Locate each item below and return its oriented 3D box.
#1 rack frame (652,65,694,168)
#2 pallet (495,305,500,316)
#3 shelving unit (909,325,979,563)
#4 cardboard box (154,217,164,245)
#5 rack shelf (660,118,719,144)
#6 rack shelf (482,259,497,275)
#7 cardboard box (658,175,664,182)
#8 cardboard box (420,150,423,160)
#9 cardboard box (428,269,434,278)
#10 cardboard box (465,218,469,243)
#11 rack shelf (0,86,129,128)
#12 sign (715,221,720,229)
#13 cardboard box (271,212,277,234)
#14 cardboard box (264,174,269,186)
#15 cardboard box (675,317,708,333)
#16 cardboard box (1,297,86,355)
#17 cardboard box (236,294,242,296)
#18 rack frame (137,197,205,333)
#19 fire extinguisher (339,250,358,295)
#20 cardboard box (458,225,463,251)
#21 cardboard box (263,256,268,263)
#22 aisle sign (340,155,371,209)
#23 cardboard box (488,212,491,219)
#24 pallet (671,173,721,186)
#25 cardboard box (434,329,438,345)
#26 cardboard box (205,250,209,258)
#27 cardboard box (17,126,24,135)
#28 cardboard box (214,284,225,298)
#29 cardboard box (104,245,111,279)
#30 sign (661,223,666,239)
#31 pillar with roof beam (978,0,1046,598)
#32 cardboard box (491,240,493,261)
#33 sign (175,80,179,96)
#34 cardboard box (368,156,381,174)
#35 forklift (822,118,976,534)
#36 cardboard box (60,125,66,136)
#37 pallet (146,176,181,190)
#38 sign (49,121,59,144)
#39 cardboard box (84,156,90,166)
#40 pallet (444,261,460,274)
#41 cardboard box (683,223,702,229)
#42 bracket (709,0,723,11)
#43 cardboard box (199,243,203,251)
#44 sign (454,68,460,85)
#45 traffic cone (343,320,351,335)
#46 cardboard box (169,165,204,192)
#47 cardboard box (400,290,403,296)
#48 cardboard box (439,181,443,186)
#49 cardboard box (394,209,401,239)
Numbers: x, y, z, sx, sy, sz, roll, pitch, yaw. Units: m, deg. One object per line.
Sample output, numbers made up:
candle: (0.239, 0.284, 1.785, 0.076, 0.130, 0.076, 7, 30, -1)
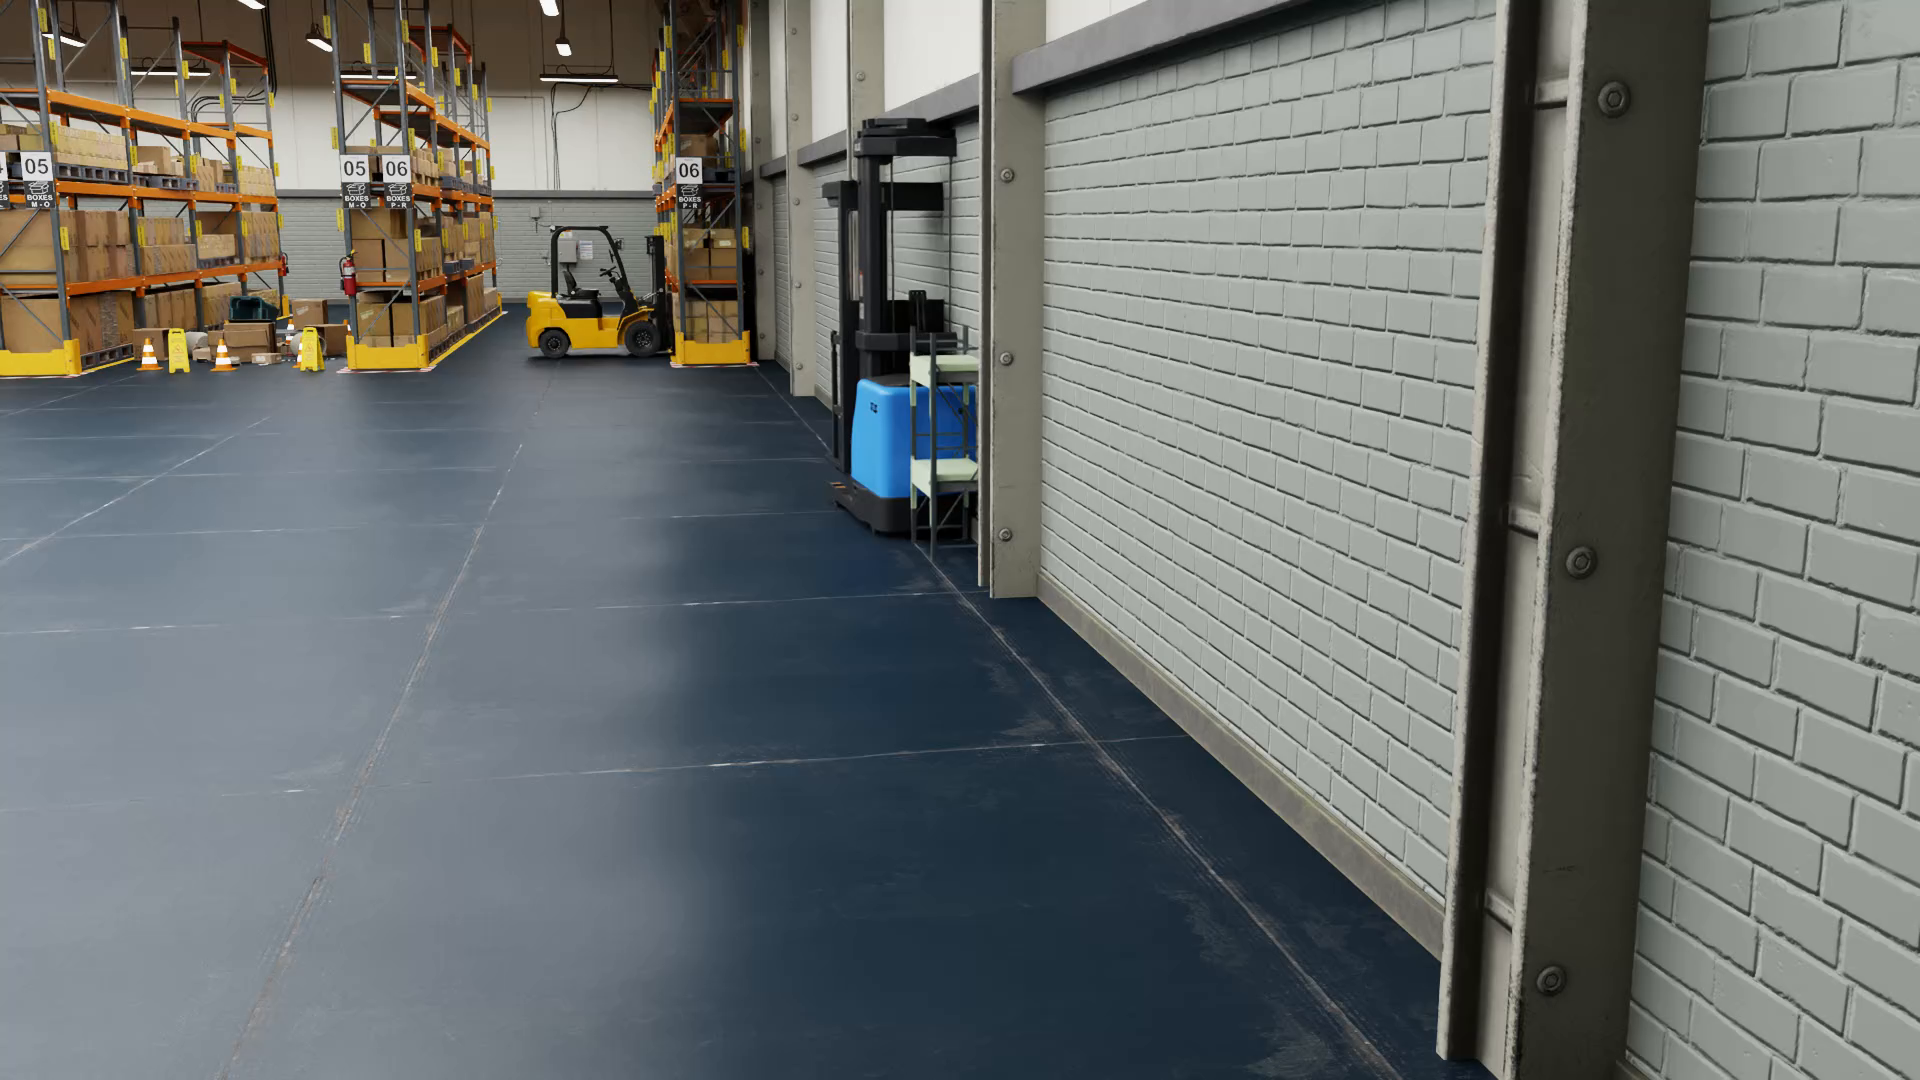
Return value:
rack frame: (-7.060, -10.191, 41.175, 1.000, 3.000, 0.127, -2, 11, -11)
pallet: (-11.696, -5.550, 40.289, 1.003, 0.211, 1.213, -2, 11, -11)
shelving unit: (-0.066, -0.661, 11.156, 0.431, 1.500, 0.755, -2, 11, -12)
cardboard box: (-14.829, -5.575, 30.021, 0.700, 0.500, 0.500, -2, 11, -12)
rack shelf: (-5.115, -7.808, 31.643, 1.077, 0.370, 4.000, -2, 11, -11)
rack shelf: (-11.539, -6.343, 38.924, 1.077, 0.370, 4.000, -2, 11, -11)
cardboard box: (-6.290, -7.766, 35.736, 0.380, 0.149, 0.250, -2, 11, -10)
cardboard box: (-8.827, -6.179, 26.652, 0.380, 0.149, 0.250, -2, 11, -9)
cardboard box: (-8.926, -4.411, 27.521, 0.380, 0.149, 0.250, -2, 11, -11)
cardboard box: (-10.334, -6.326, 33.970, 0.500, 0.500, 0.500, -2, 11, -11)
rack shelf: (-14.041, -6.694, 25.794, 1.077, 0.370, 4.000, -2, 11, -11)
sign: (-4.960, -6.367, 34.028, 0.100, 0.325, 0.005, -2, 11, -11)
cardboard box: (-16.431, -7.476, 39.217, 0.500, 0.500, 0.500, -2, 11, -12)
cardboard box: (-16.324, -8.341, 38.540, 0.500, 0.250, 0.500, -2, 11, -13)
cardboard box: (-4.349, -3.489, 26.898, 0.500, 0.250, 0.500, -2, 11, -12)
cardboard box: (-13.849, -3.215, 25.123, 0.875, 0.875, 0.875, -2, 11, -11)
cardboard box: (-15.595, -4.983, 35.416, 0.500, 0.500, 0.500, -2, 11, -12)
rack frame: (-15.208, -5.397, 32.032, 1.000, 3.000, 0.127, -2, 11, -11)
fire extinguisher: (-9.246, -4.053, 25.175, 0.296, 0.674, 0.183, -2, 11, -11)
cardboard box: (-9.900, -5.830, 32.118, 0.500, 0.500, 0.500, -2, 11, -12)
cardboard box: (-16.253, -6.504, 38.517, 0.380, 0.149, 0.250, -3, 11, -14)
aisle sign: (-9.089, -5.384, 25.008, 0.394, 0.787, 0.004, -2, 11, -11)
cardboard box: (-11.456, -7.774, 39.840, 0.380, 0.149, 0.250, -2, 11, -12)
pallet: (-4.535, -6.318, 29.083, 1.003, 0.211, 1.213, -2, 11, -11)
cardboard box: (-8.912, -3.336, 27.431, 0.500, 0.250, 0.500, -1, 11, -7)
cardboard box: (-15.256, -5.718, 33.264, 0.380, 0.149, 0.250, -2, 11, -8)
cardboard box: (-14.147, -6.070, 24.690, 0.380, 0.149, 0.250, -2, 11, -10)
cardboard box: (-15.287, -5.064, 33.835, 0.500, 0.250, 0.500, -2, 11, -11)
cardboard box: (-14.228, -4.467, 26.742, 0.875, 0.550, 0.550, -2, 11, -11)
sign: (-6.034, -6.286, 33.813, 0.100, 0.325, 0.005, -2, 11, -11)
pillar with roof beam: (-3.921, -3.960, 8.433, 9.100, 9.000, 0.400, -2, 11, -11)
cardboard box: (-11.492, -6.941, 39.874, 0.500, 0.500, 0.500, -2, 11, -12)
sign: (-16.522, -9.560, 35.145, 0.100, 0.325, 0.005, -2, 11, -11)
cardboard box: (-9.180, -5.759, 25.513, 0.500, 0.250, 0.500, -2, 11, -12)
forklift: (-0.440, -1.717, 12.881, 1.130, 2.935, 3.031, -3, 11, -15)
cardboard box: (-13.453, -6.046, 24.567, 0.380, 0.149, 0.250, -2, 11, -11)
pallet: (-14.810, -6.457, 30.082, 1.003, 0.211, 1.213, -2, 11, -8)
sign: (-13.107, -5.891, 24.054, 0.100, 0.325, 0.005, -2, 11, -11)
cardboard box: (-13.650, -5.842, 25.625, 0.380, 0.149, 0.250, -2, 11, -11)
pallet: (-9.600, -4.914, 30.003, 1.003, 0.211, 1.213, -2, 11, -11)
cardboard box: (-6.311, -7.234, 39.283, 0.500, 0.500, 0.500, -2, 11, -13)
bracket: (-4.634, -10.197, 31.578, 0.235, 0.232, 0.430, -2, 11, -11)
cardboard box: (-15.160, -5.772, 32.753, 0.380, 0.149, 0.250, -2, 11, -8)
sign: (-9.842, -9.062, 32.532, 0.100, 0.325, 0.005, -2, 11, -11)
traffic cone: (-11.209, -3.793, 30.385, 0.336, 0.463, 0.334, -2, 11, -11)
cardboard box: (-15.058, -7.034, 32.343, 0.500, 0.500, 0.500, -2, 11, -11)
cardboard box: (-9.779, -4.262, 28.556, 0.380, 0.149, 0.250, -2, 11, -10)
cardboard box: (-10.048, -6.842, 31.320, 0.797, 0.503, 0.637, -2, 11, -11)
cardboard box: (-9.221, -4.994, 26.175, 0.700, 0.500, 0.500, -2, 11, -10)
